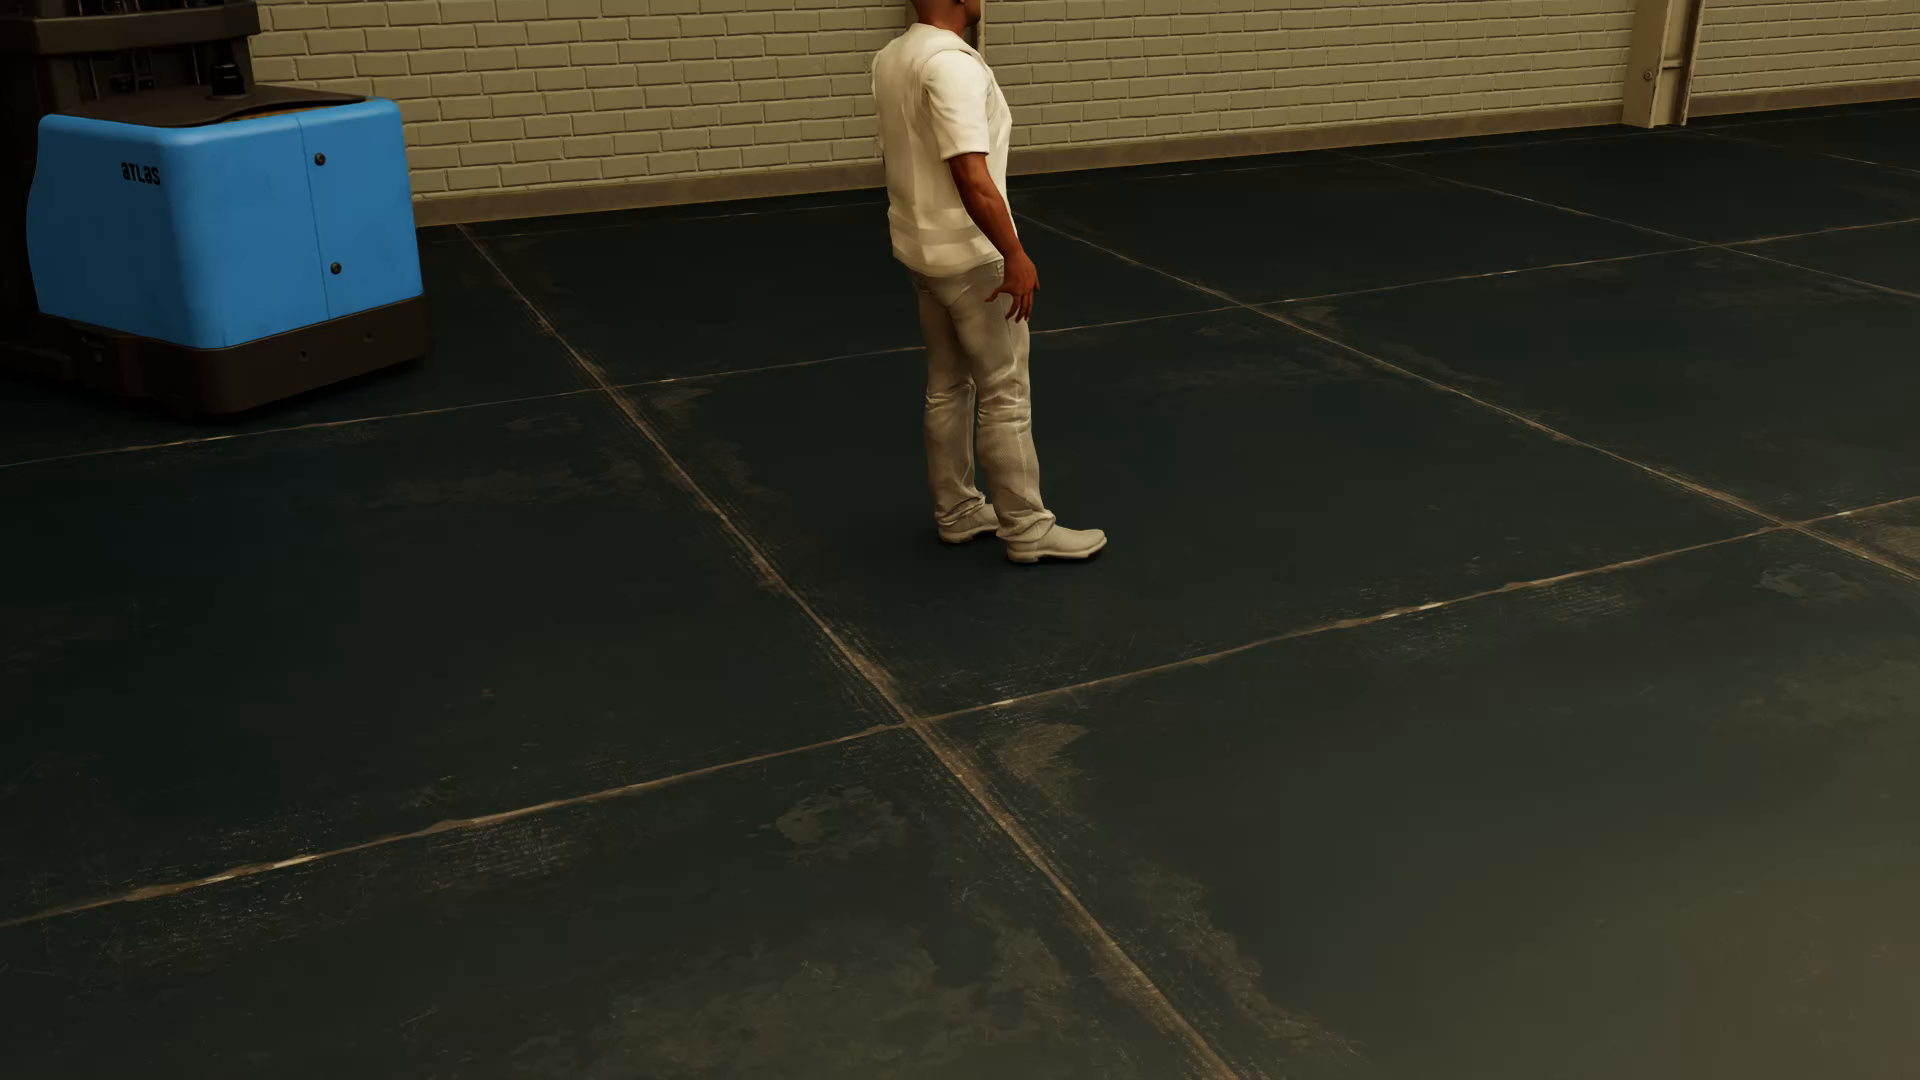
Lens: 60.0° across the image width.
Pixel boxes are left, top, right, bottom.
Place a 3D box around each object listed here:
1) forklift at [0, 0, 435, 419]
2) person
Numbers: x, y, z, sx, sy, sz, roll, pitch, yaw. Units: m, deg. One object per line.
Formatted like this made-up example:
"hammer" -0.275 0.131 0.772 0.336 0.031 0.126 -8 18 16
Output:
"forklift" -3.664 -2.204 6.592 3.031 2.935 1.130 13 26 29
"person" 0.066 -0.832 4.788 0.575 1.768 0.665 -10 25 -23
